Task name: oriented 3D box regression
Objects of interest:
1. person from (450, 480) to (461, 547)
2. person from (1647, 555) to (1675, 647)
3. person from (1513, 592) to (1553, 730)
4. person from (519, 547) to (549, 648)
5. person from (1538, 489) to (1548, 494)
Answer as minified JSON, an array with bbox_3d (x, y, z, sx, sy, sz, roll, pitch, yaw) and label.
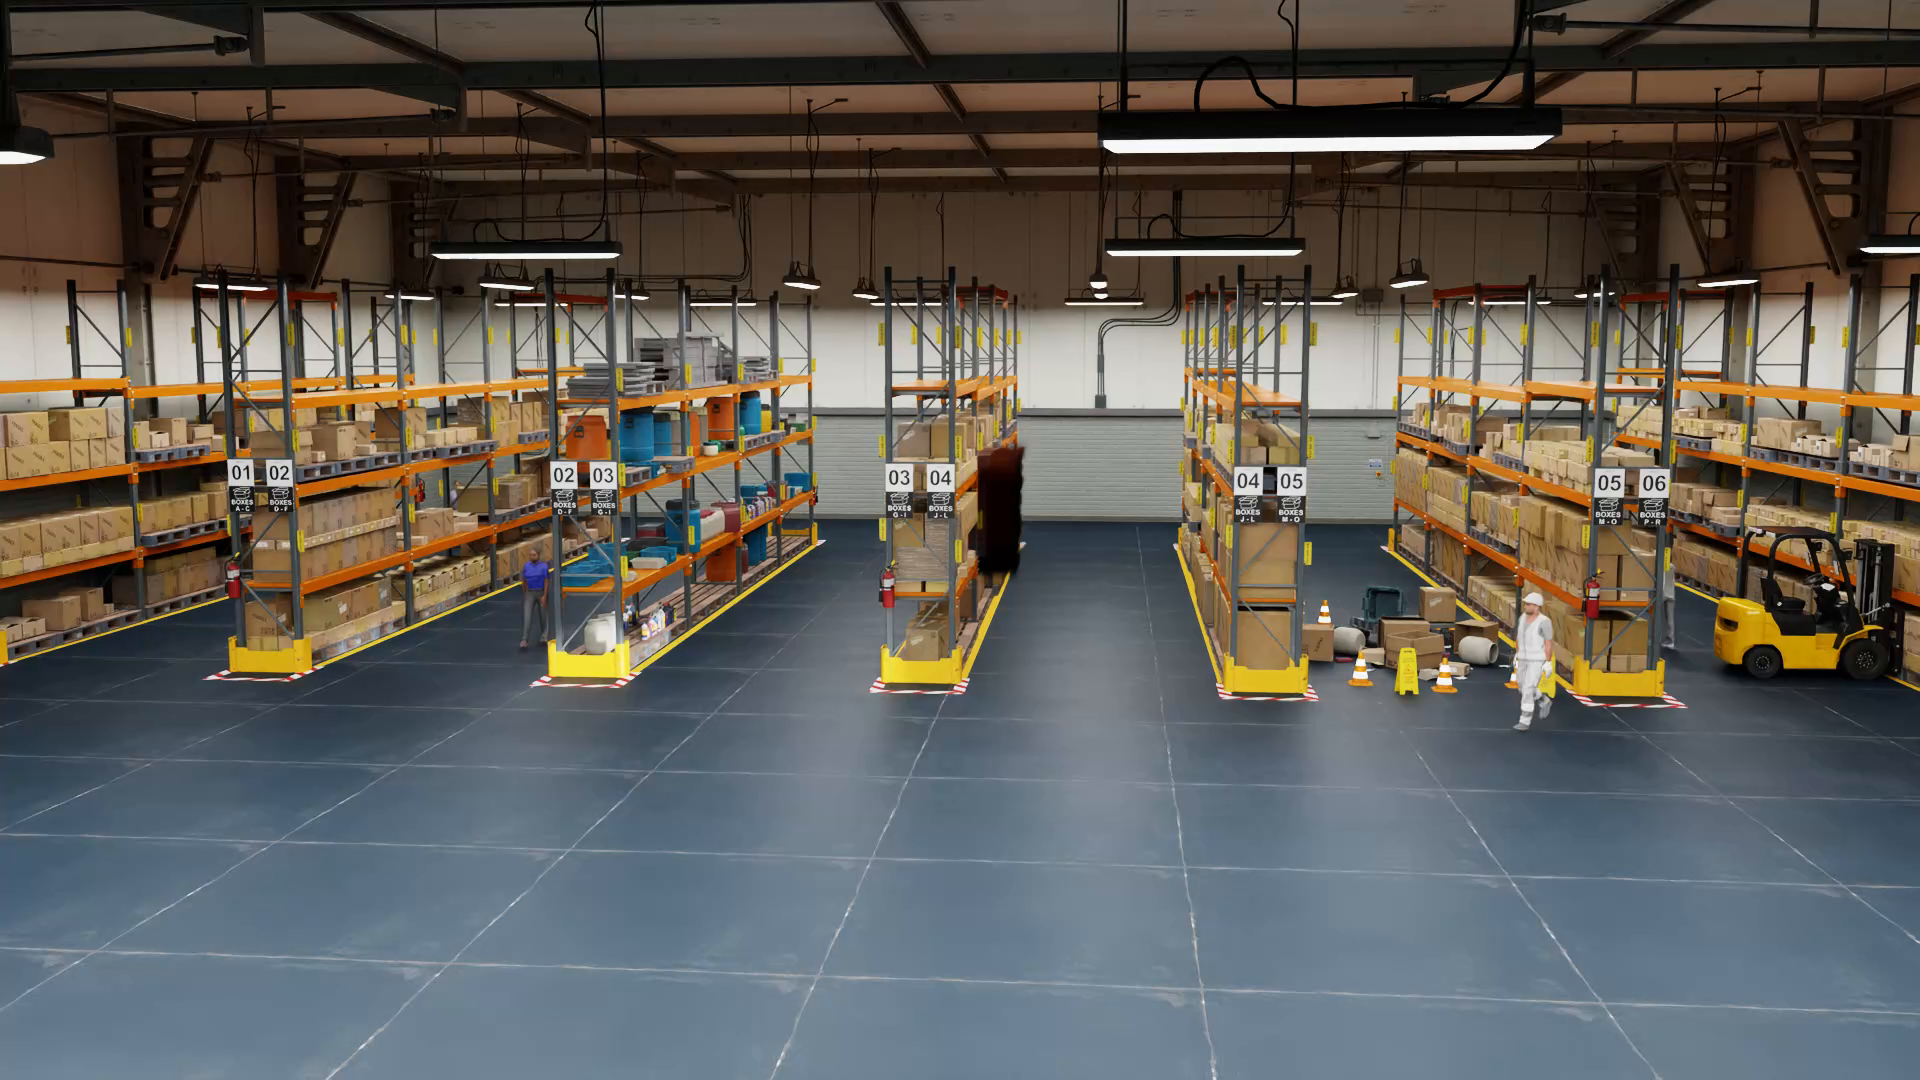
[{"bbox_3d":[-11.986,-0.644,39.901,0.476,1.588,0.824,0,7,3],"label":"person"},{"bbox_3d":[11.459,0.949,27.045,0.408,1.597,0.723,-1,7,-6],"label":"person"},{"bbox_3d":[7.380,1.533,21.324,0.885,1.757,0.579,-5,8,-34],"label":"person"},{"bbox_3d":[-6.893,0.912,26.973,0.469,1.605,0.977,-1,7,-8],"label":"person"},{"bbox_3d":[12.761,-0.289,36.388,0.616,1.766,0.467,-4,8,-31],"label":"person"}]
